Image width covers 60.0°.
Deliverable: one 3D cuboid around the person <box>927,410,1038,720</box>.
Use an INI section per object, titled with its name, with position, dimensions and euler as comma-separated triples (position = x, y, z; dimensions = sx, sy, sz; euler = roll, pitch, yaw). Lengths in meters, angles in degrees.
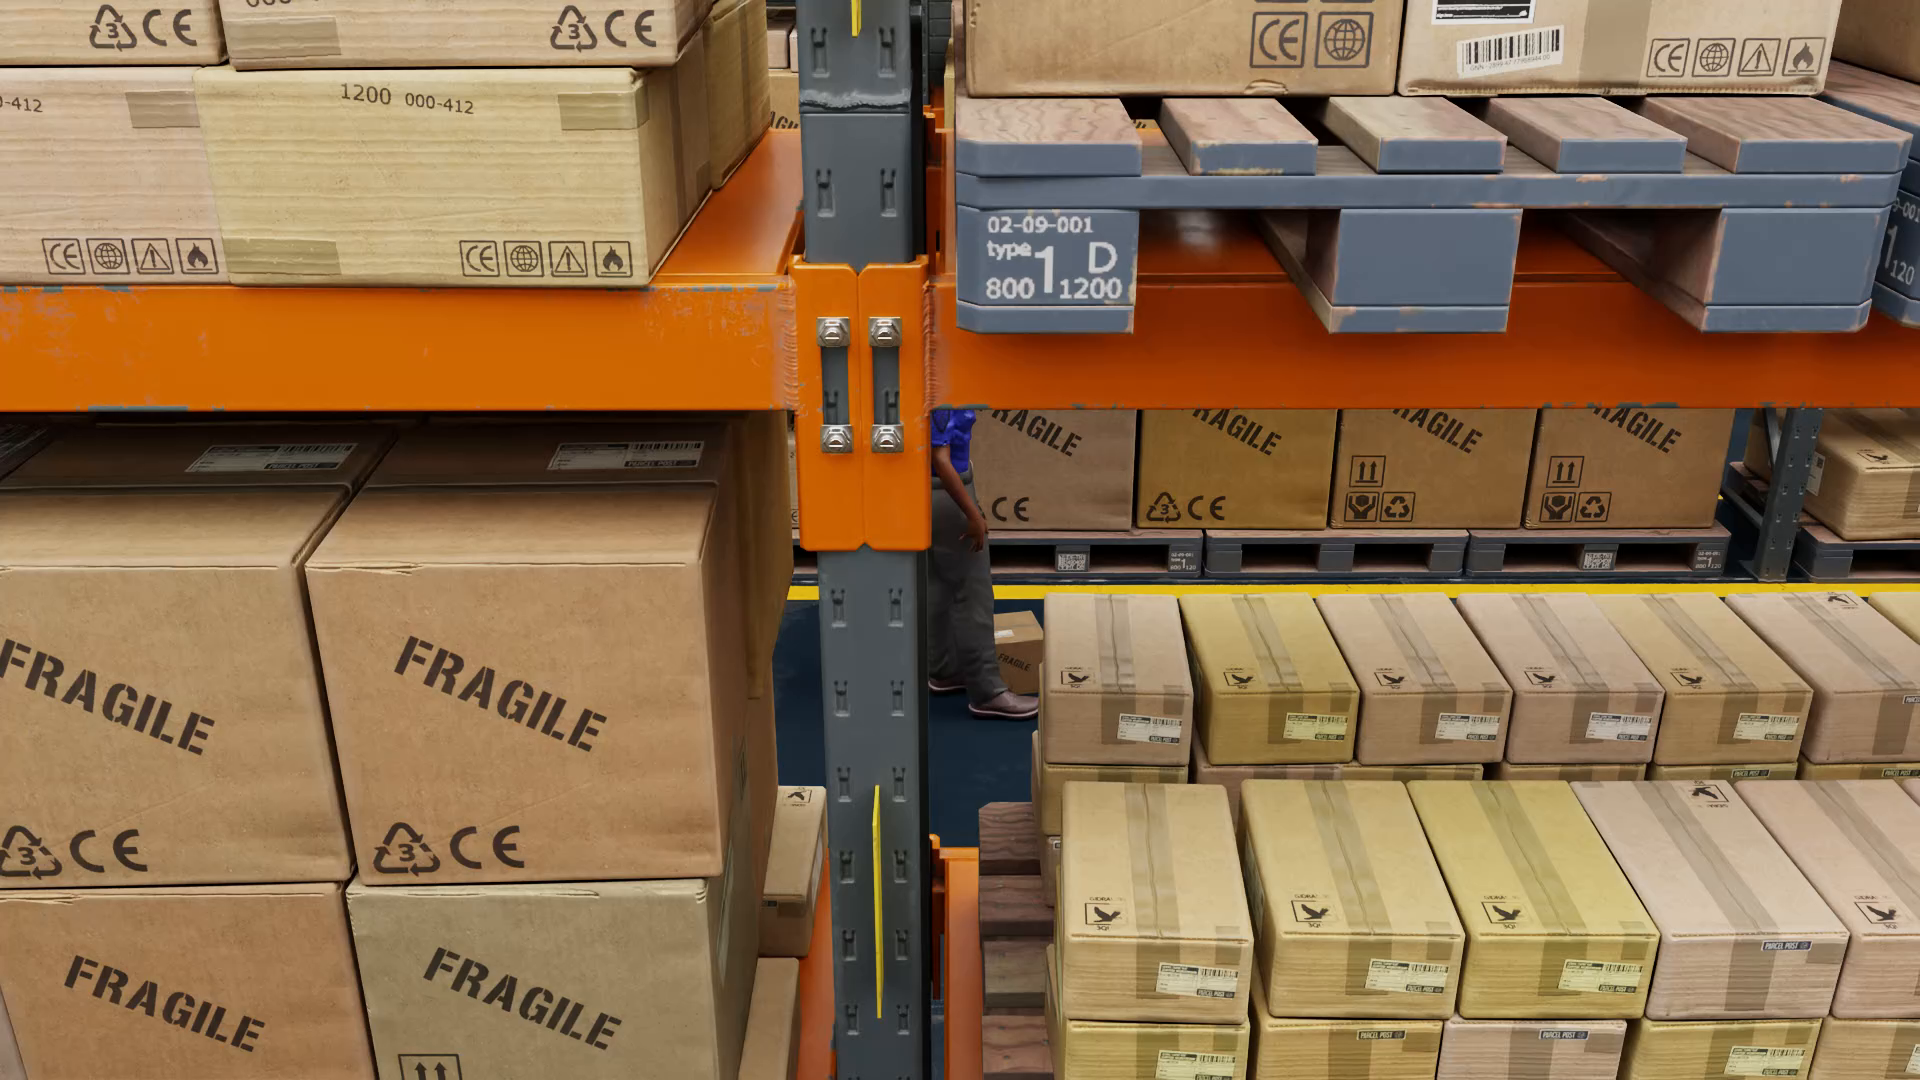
[person]
position = 0.028, -0.143, 6.407
dimensions = 0.504, 1.654, 0.569
euler = -6, 25, -13
